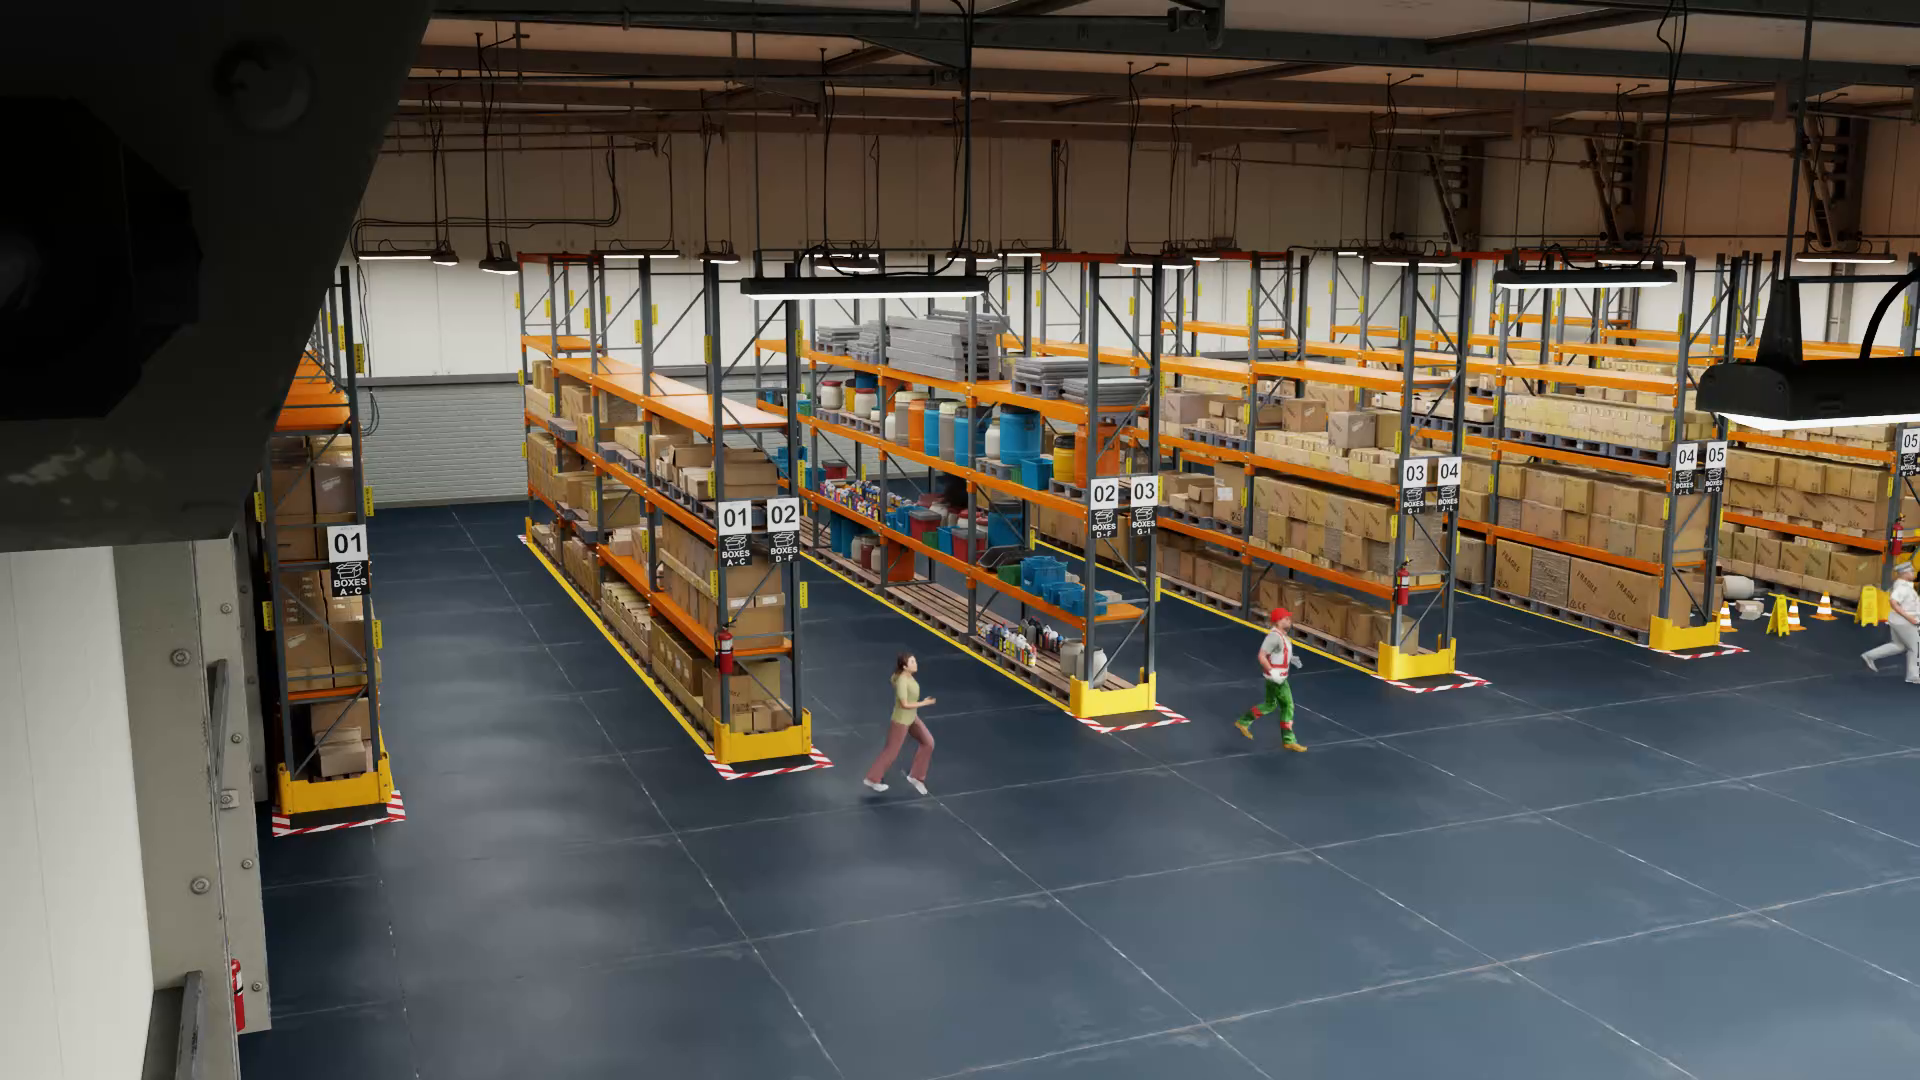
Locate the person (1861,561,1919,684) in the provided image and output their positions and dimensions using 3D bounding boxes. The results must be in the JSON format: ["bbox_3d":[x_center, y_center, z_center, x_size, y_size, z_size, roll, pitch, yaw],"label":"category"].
[{"bbox_3d":[13.497,1.163,23.781,0.837,1.752,0.676,4,11,21],"label":"person"}]

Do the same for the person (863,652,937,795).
[{"bbox_3d":[-0.671,2.093,18.982,0.852,1.695,0.584,2,11,12],"label":"person"}]

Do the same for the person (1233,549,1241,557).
[{"bbox_3d":[5.386,-0.174,31.734,0.570,1.556,0.603,-4,11,-20],"label":"person"}]

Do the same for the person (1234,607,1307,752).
[{"bbox_3d":[3.878,1.703,20.647,0.914,1.793,0.659,2,11,13],"label":"person"}]
